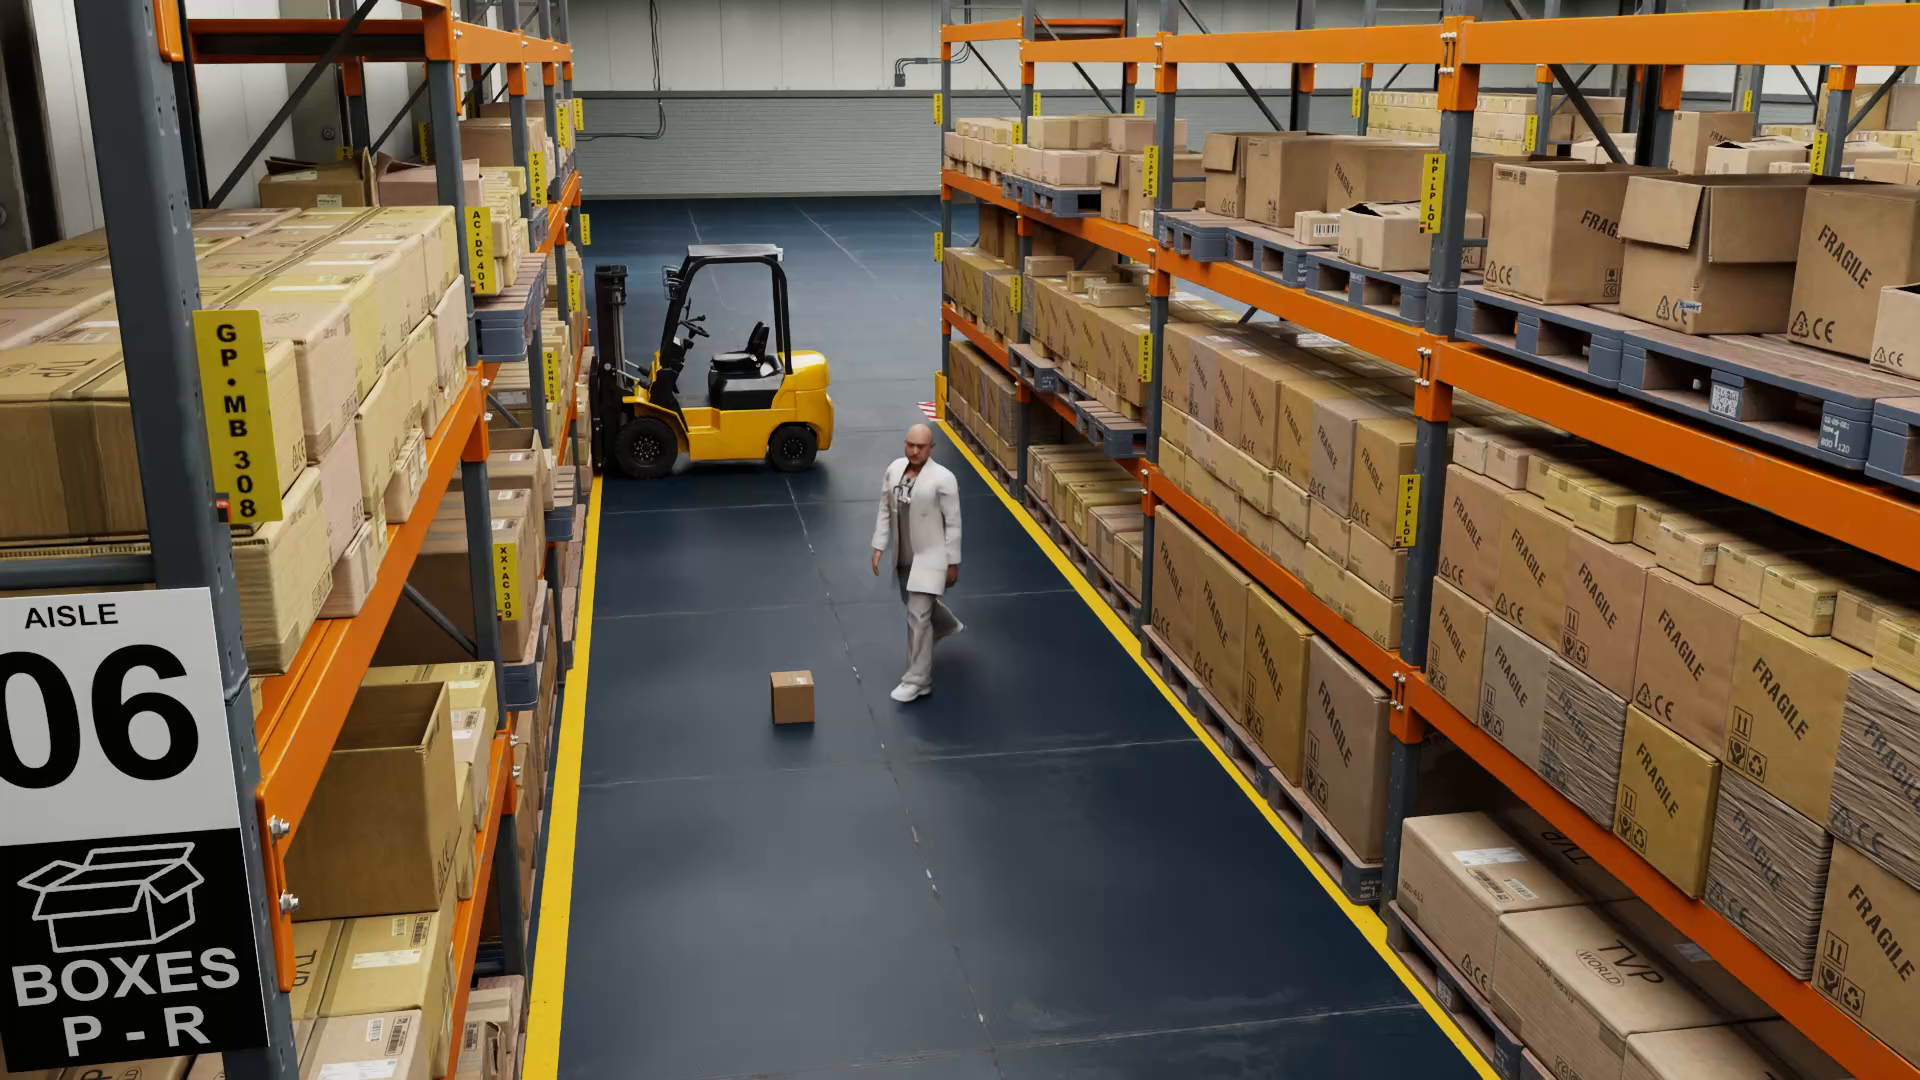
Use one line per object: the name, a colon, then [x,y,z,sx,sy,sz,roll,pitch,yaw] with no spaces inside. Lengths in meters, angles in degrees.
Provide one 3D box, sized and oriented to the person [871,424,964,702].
person: [-0.269,0.069,10.830,0.713,1.744,1.006,15,22,41]
